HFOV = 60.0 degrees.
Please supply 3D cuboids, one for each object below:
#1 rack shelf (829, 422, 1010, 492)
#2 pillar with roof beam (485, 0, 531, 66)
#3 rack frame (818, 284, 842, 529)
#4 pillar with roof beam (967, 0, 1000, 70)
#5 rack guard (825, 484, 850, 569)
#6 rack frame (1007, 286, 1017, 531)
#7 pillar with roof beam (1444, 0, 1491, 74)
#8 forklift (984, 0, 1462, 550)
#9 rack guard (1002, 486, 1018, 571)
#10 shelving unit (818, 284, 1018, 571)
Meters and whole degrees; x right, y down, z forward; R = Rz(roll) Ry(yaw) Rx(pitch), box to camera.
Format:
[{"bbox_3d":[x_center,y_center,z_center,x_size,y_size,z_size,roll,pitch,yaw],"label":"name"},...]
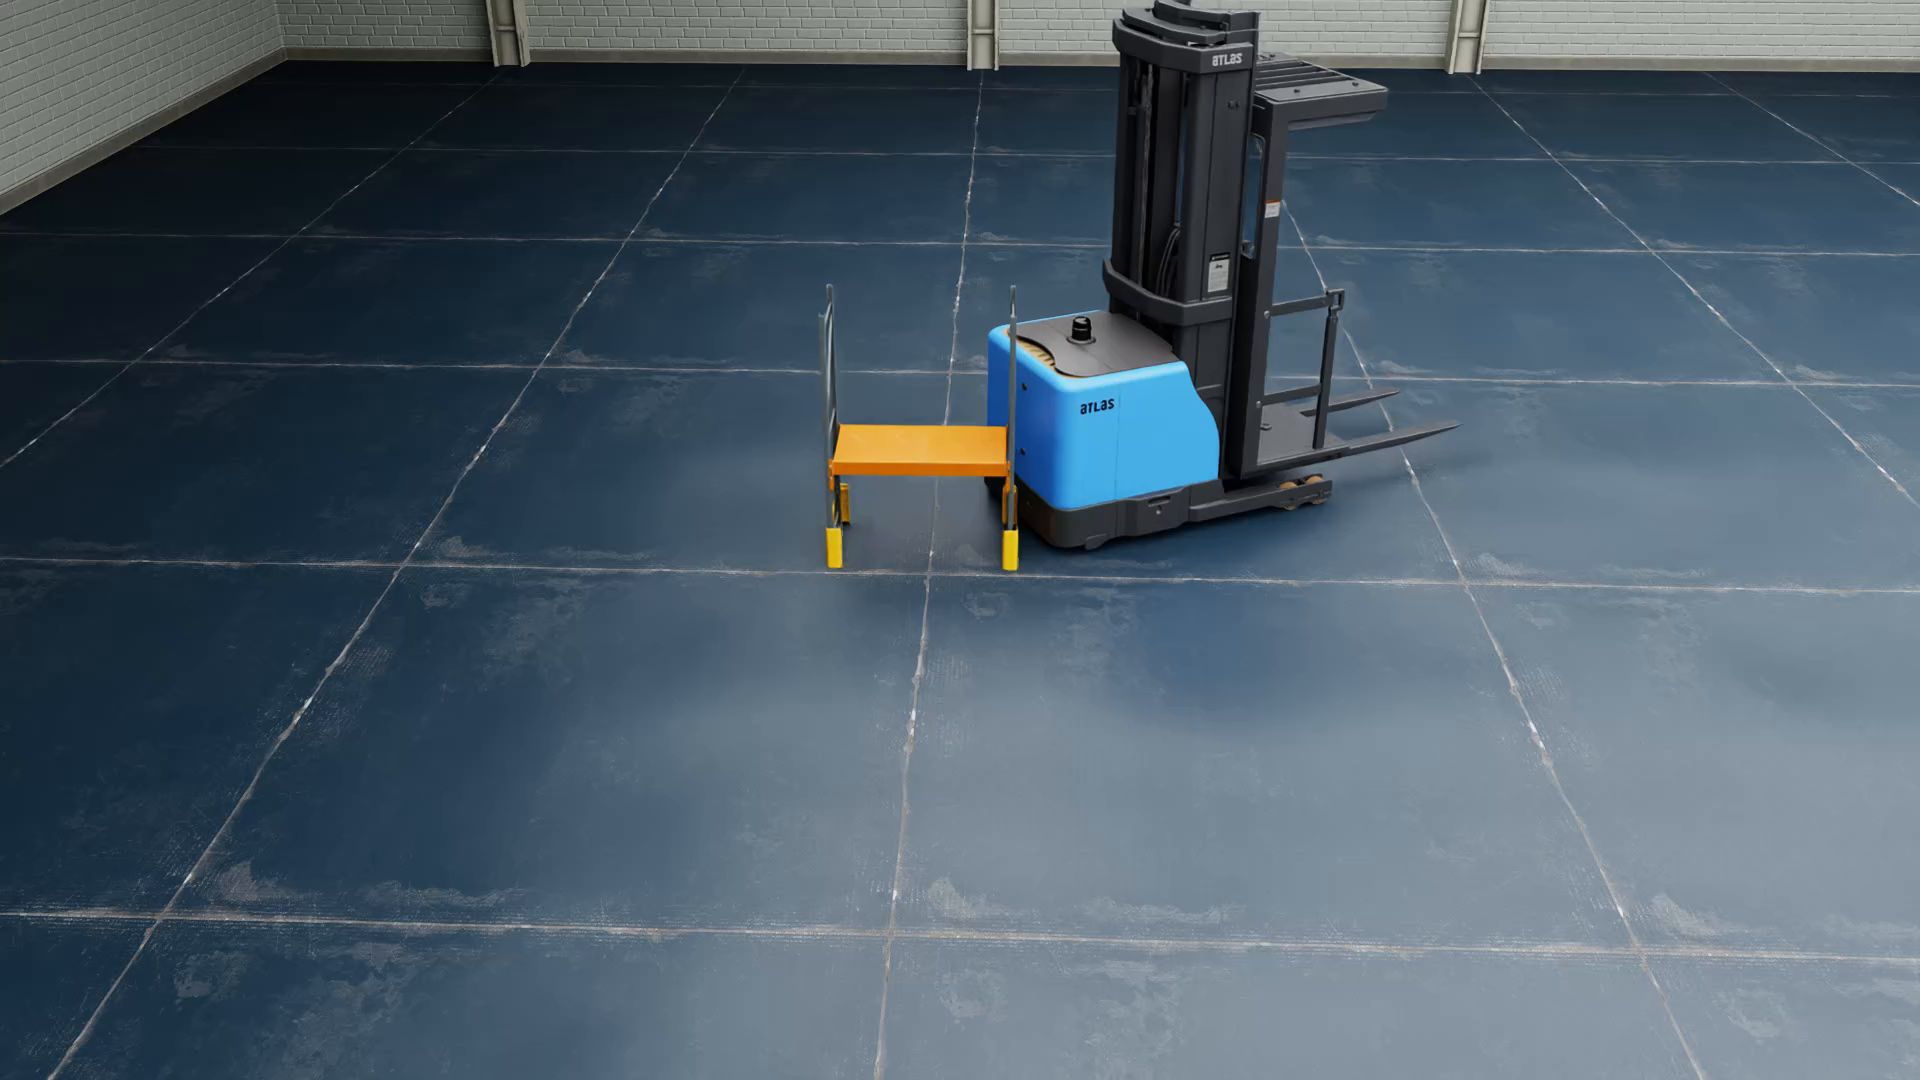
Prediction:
[{"bbox_3d":[-0.219,-0.473,9.425,1.000,0.185,0.538,1,28,1],"label":"rack shelf"},{"bbox_3d":[-5.858,-8.036,15.301,0.400,9.000,9.100,1,28,2],"label":"pillar with roof beam"},{"bbox_3d":[-0.727,-0.638,9.351,0.032,1.500,0.500,1,28,1],"label":"rack frame"},{"bbox_3d":[0.138,-7.937,15.114,0.400,9.000,9.100,1,28,2],"label":"pillar with roof beam"},{"bbox_3d":[-0.708,-0.085,9.644,0.087,0.250,0.587,1,28,1],"label":"rack guard"},{"bbox_3d":[0.289,-0.626,9.330,0.032,1.500,0.500,1,28,1],"label":"rack frame"},{"bbox_3d":[6.134,-7.837,14.927,0.400,9.000,9.100,1,28,2],"label":"pillar with roof beam"},{"bbox_3d":[1.710,-1.689,9.806,3.031,2.935,1.130,-12,30,-22],"label":"forklift"},{"bbox_3d":[0.288,-0.074,9.622,0.087,0.250,0.587,1,28,1],"label":"rack guard"},{"bbox_3d":[-0.210,-0.632,9.340,1.083,1.500,0.587,1,28,1],"label":"shelving unit"}]
